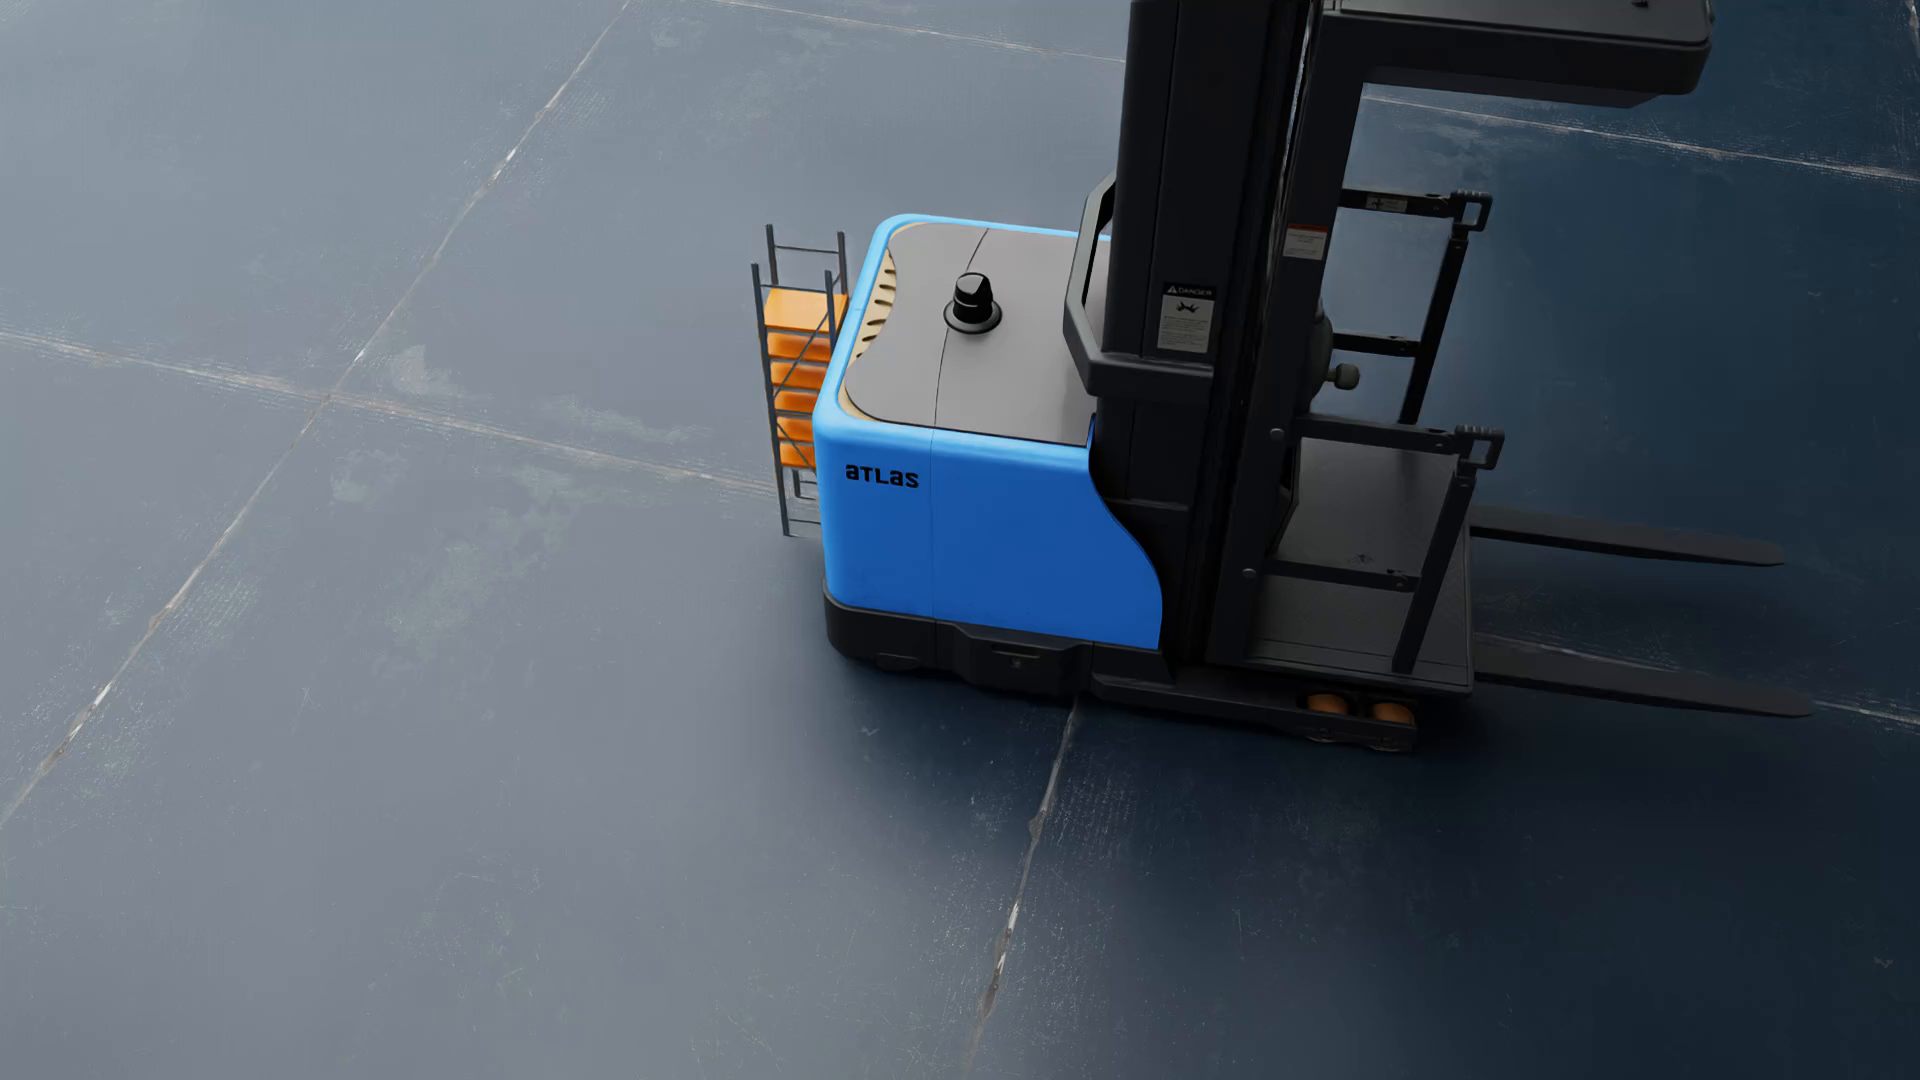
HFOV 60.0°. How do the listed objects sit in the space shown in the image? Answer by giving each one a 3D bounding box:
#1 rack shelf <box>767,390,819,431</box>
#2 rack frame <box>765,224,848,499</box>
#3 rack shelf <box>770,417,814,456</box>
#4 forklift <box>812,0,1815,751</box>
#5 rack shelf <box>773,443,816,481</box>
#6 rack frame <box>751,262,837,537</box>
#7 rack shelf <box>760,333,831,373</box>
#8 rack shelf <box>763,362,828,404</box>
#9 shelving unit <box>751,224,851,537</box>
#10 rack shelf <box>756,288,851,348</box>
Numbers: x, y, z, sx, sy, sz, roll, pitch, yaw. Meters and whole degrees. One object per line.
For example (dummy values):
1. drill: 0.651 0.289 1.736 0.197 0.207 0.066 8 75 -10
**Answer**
1. rack shelf: -0.479 -0.439 5.397 0.258 0.103 0.180 7 49 6
2. rack frame: -0.465 -0.536 5.423 0.240 1.200 0.006 7 49 6
3. rack shelf: -0.479 -0.360 5.487 0.258 0.103 0.180 7 49 6
4. forklift: 1.136 -0.747 4.454 3.031 2.935 1.130 8 49 7
5. rack shelf: -0.479 -0.280 5.577 0.258 0.103 0.180 7 49 6
6. rack frame: -0.493 -0.401 5.303 0.240 1.200 0.006 7 49 6
7. rack shelf: -0.479 -0.598 5.217 0.258 0.103 0.180 7 49 6
8. rack shelf: -0.479 -0.519 5.307 0.258 0.103 0.180 7 49 6
9. shelving unit: -0.479 -0.469 5.363 0.258 1.200 0.189 7 49 6
10. rack shelf: -0.479 -0.677 5.127 0.258 0.103 0.180 7 49 6
